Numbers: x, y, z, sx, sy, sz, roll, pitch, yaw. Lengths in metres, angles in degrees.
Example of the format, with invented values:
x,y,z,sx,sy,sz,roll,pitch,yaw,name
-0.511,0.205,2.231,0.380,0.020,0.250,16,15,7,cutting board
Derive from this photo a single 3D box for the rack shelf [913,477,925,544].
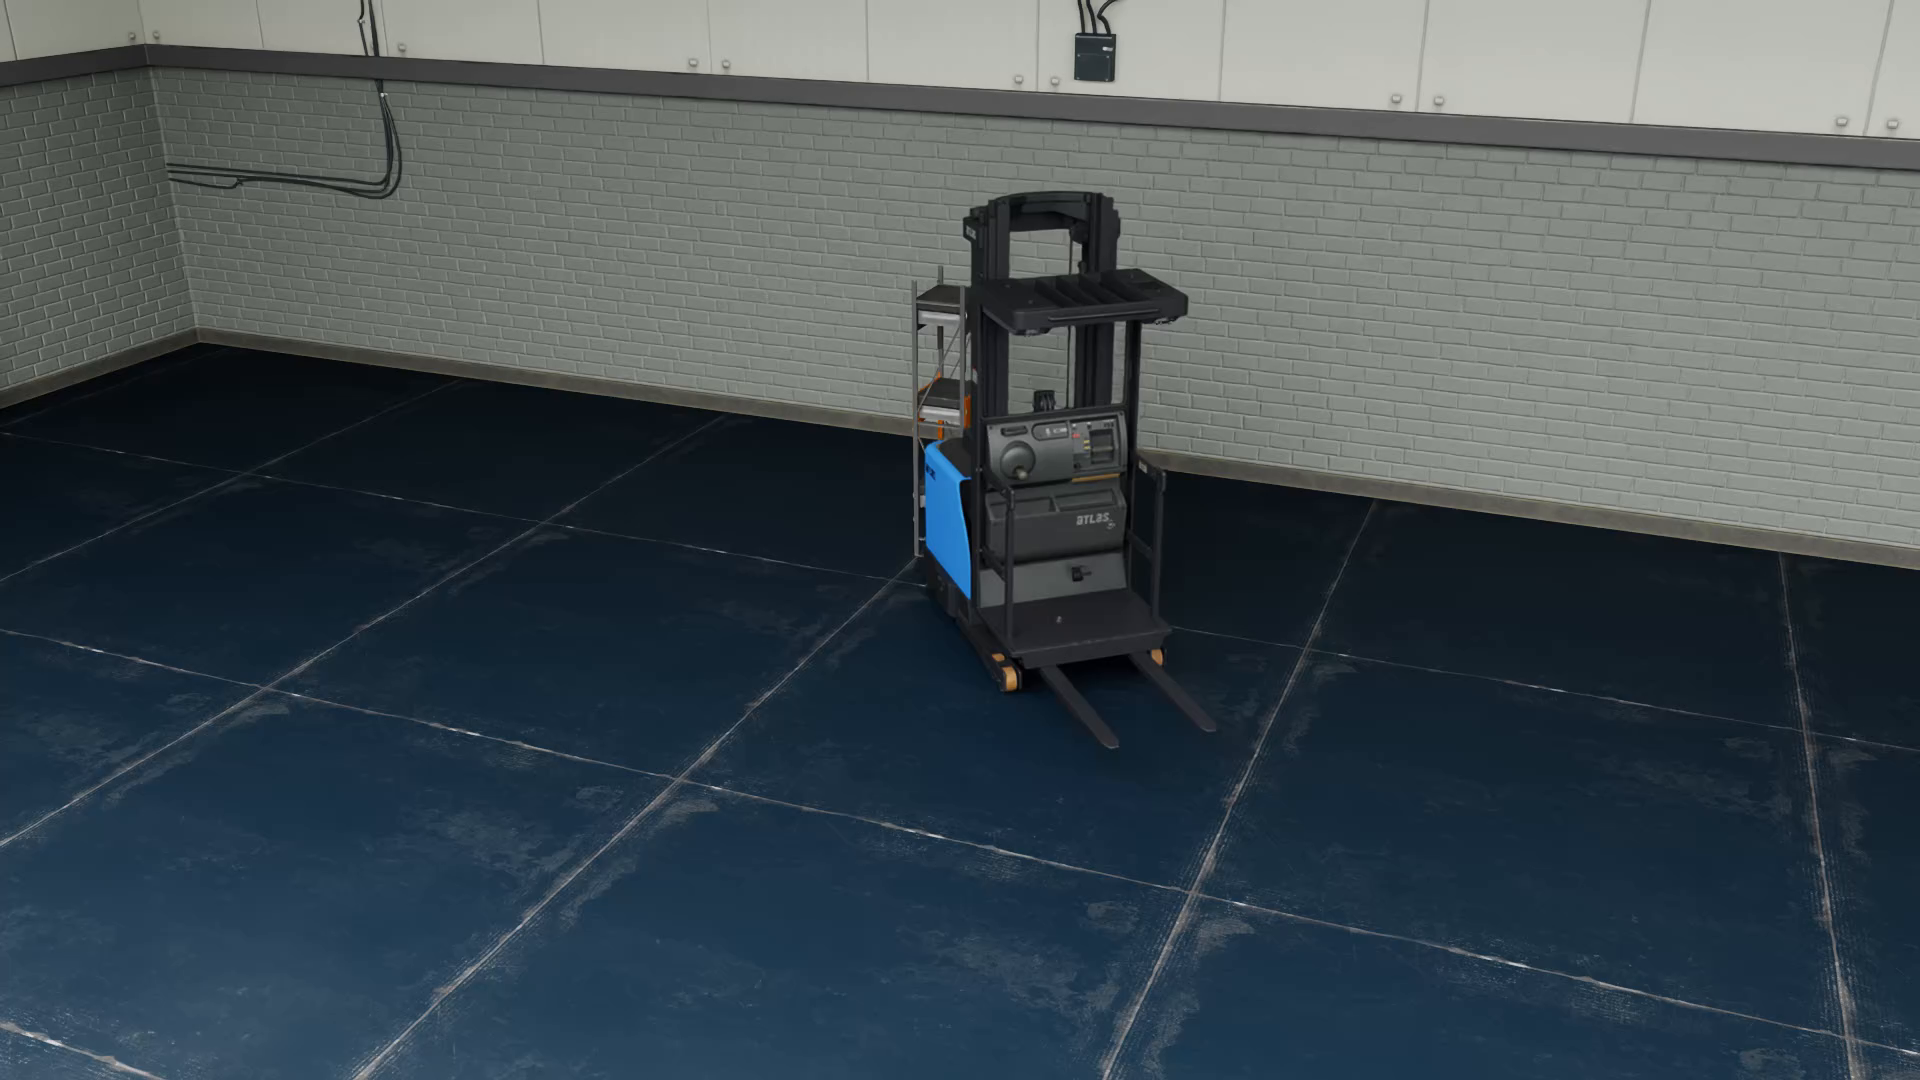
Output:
x,y,z,sx,sy,sz,roll,pitch,yaw,name
-0.061,-0.251,12.479,0.431,0.518,0.480,9,24,20,rack shelf

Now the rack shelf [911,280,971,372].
x,y,z,sx,sy,sz,roll,pitch,yaw,name
-0.062,-1.543,11.939,0.431,0.518,0.480,9,24,20,rack shelf

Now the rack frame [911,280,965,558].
x,y,z,sx,sy,sz,roll,pitch,yaw,name
-0.152,-0.822,11.994,0.400,2.100,0.015,9,24,20,rack frame

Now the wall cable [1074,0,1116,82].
x,y,z,sx,sy,sz,roll,pitch,yaw,name
1.986,-6.263,11.657,2.305,6.003,0.169,9,24,20,wall cable

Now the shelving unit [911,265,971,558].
x,y,z,sx,sy,sz,roll,pitch,yaw,name
-0.061,-0.910,12.203,0.431,2.100,0.503,9,24,20,shelving unit

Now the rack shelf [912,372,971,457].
x,y,z,sx,sy,sz,roll,pitch,yaw,name
-0.061,-0.897,12.209,0.431,0.518,0.480,9,24,20,rack shelf

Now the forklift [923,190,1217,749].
x,y,z,sx,sy,sz,roll,pitch,yaw,name
0.685,-0.568,10.307,1.130,2.935,3.031,-7,24,-17,forklift

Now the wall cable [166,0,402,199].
x,y,z,sx,sy,sz,roll,pitch,yaw,name
-6.822,-4.626,16.179,3.097,2.526,0.112,9,24,20,wall cable

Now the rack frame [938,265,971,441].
x,y,z,sx,sy,sz,roll,pitch,yaw,name
0.029,-0.997,12.413,0.400,2.100,0.015,9,24,20,rack frame
